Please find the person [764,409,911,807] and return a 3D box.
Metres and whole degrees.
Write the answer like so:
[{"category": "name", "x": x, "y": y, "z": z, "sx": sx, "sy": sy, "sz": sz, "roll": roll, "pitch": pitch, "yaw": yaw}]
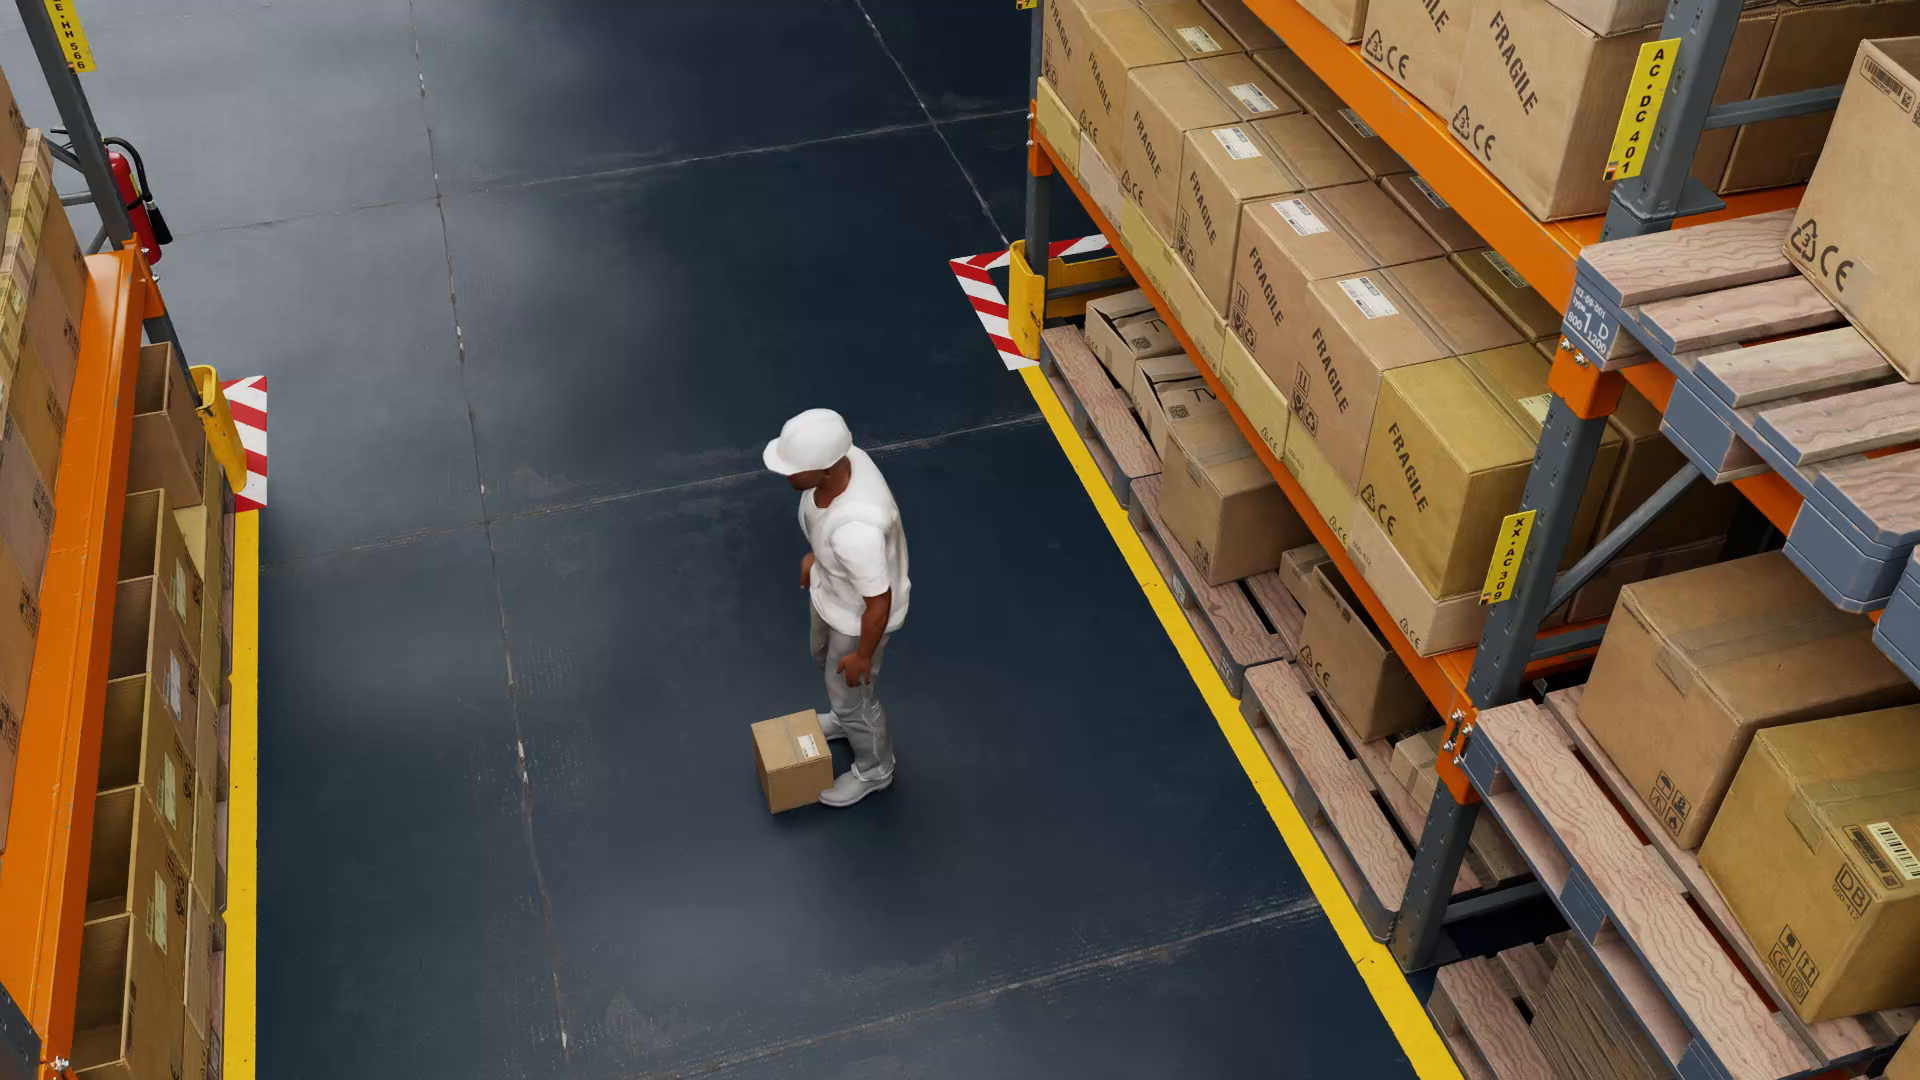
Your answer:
[{"category": "person", "x": -0.420, "y": 0.224, "z": 5.898, "sx": 0.457, "sy": 1.761, "sz": 0.628, "roll": -13, "pitch": 44, "yaw": -14}]
